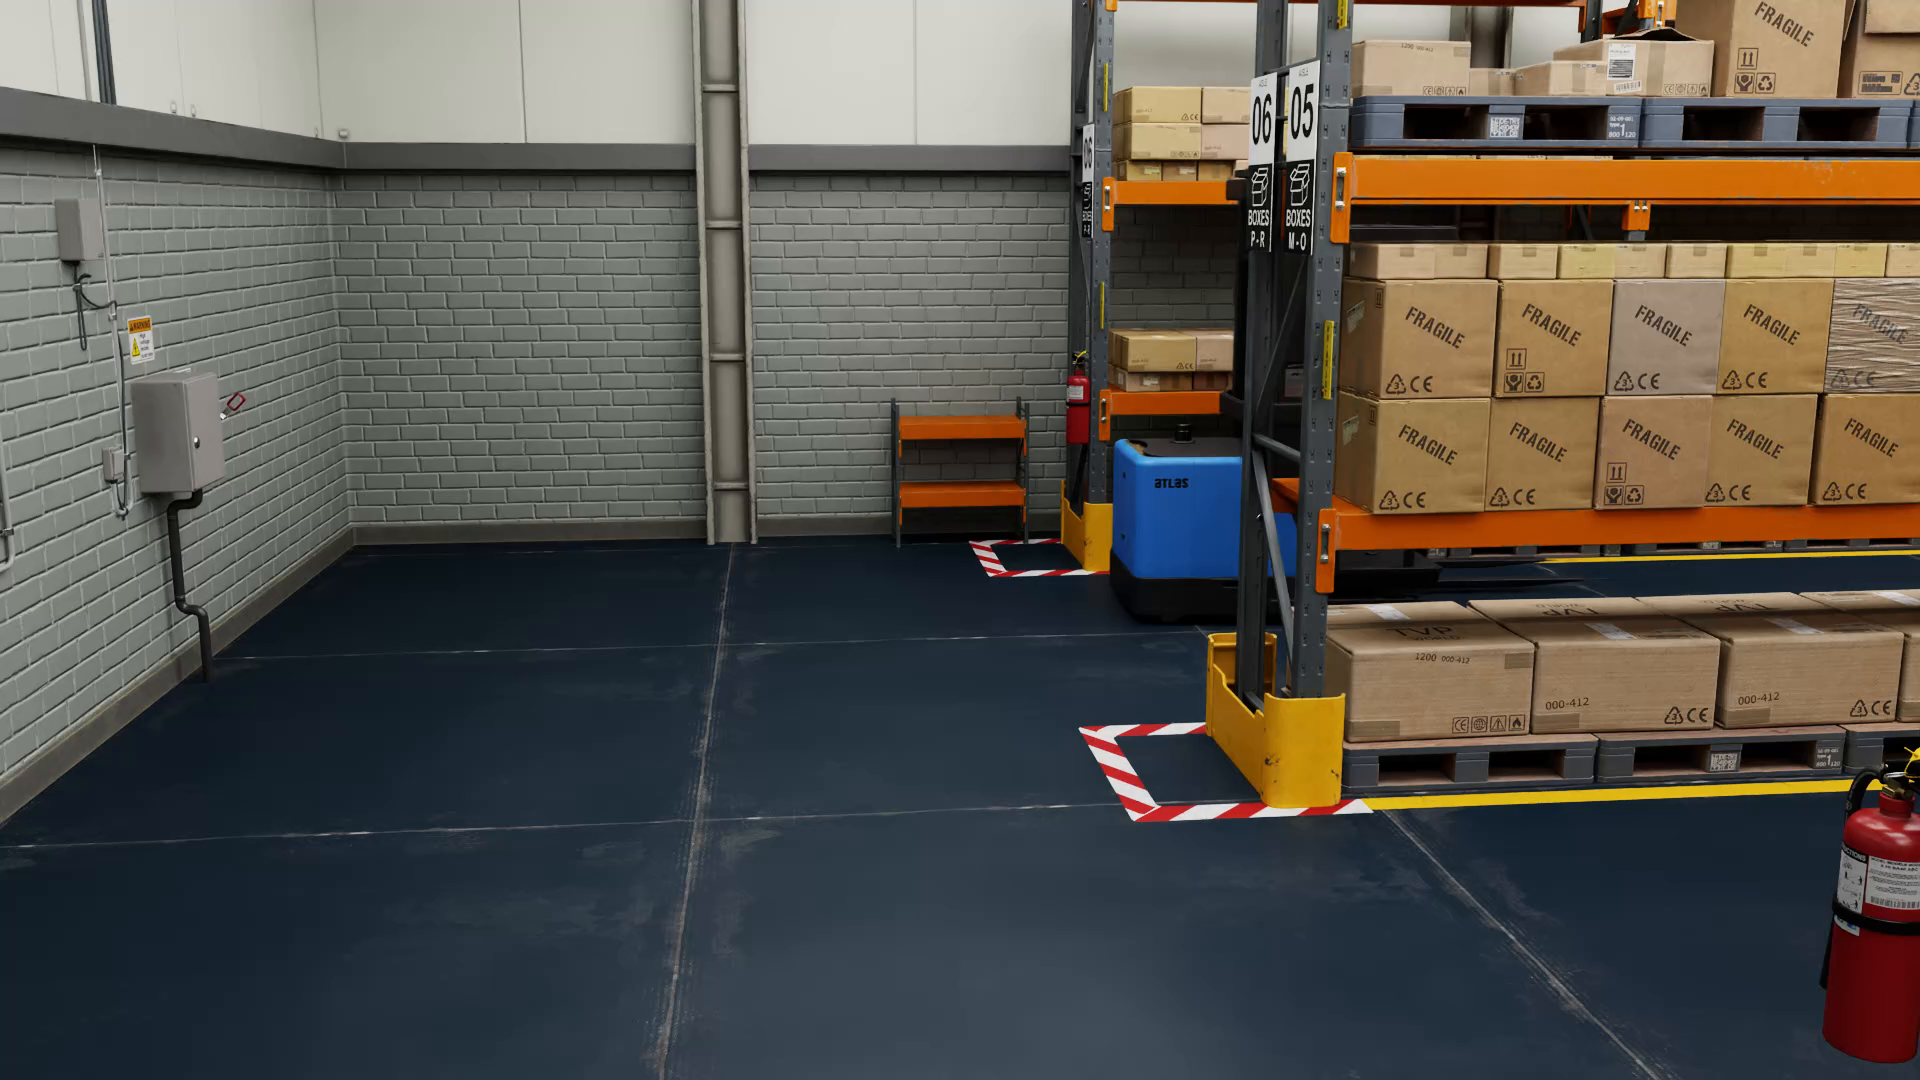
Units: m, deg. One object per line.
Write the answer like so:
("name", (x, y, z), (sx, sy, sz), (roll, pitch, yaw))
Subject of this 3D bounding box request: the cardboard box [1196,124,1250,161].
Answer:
("cardboard box", (1.927, -2.868, 12.023), (0.500, 0.250, 0.500), (-1, 11, -5))

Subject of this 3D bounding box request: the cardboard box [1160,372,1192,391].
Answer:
("cardboard box", (1.557, -1.198, 12.336), (0.250, 0.149, 0.380), (-1, 11, -5))

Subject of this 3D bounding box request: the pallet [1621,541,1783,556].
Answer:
("pallet", (5.734, -0.092, 13.288), (1.213, 0.211, 1.003), (-1, 11, -6))

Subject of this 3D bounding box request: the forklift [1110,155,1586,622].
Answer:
("forklift", (2.573, -1.007, 10.891), (3.031, 2.935, 1.130), (-1, 11, -4))

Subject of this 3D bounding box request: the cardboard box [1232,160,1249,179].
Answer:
("cardboard box", (2.069, -2.661, 12.004), (0.250, 0.149, 0.380), (-1, 11, -5))

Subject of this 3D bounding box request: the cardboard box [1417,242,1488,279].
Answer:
("cardboard box", (2.129, -1.232, 7.327), (0.250, 0.149, 0.380), (-1, 11, -5))

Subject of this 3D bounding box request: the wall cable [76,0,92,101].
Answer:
("wall cable", (-4.210, -3.316, 6.909), (0.029, 3.000, 2.355), (-1, 11, -6))

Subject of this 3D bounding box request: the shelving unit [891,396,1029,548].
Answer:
("shelving unit", (-0.006, -0.552, 13.258), (1.048, 1.125, 0.538), (-1, 11, -6))

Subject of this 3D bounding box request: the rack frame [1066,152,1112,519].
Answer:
("rack frame", (0.953, -1.353, 12.472), (0.127, 3.000, 1.000), (-1, 11, -6))

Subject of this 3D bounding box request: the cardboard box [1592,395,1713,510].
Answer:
("cardboard box", (3.009, -0.428, 7.509), (0.500, 0.500, 0.500), (-1, 11, -6))

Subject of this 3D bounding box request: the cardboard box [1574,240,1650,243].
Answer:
("cardboard box", (3.091, -1.342, 7.884), (0.250, 0.149, 0.380), (-1, 11, -5))

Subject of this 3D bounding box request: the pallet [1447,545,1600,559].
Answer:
("pallet", (4.247, -0.053, 13.093), (1.213, 0.211, 1.003), (-1, 11, -6))

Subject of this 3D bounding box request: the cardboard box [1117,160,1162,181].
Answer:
("cardboard box", (1.295, -2.663, 12.014), (0.250, 0.149, 0.380), (-1, 11, -5))

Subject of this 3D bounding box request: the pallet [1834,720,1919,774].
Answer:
("pallet", (4.705, 0.885, 8.319), (1.213, 0.211, 1.003), (-1, 11, -6))

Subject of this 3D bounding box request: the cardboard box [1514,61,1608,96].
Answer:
("cardboard box", (2.599, -1.983, 7.206), (0.250, 0.149, 0.380), (-1, 11, -4))

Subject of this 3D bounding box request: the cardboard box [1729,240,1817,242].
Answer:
("cardboard box", (3.863, -1.349, 7.921), (0.250, 0.149, 0.380), (-1, 11, -6))

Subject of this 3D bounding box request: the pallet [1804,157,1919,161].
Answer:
("pallet", (6.616, -2.838, 12.739), (1.003, 0.211, 1.213), (-1, 11, -6))

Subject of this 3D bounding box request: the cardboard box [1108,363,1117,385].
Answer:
("cardboard box", (1.254, -1.288, 12.794), (0.250, 0.149, 0.380), (-1, 11, -7))

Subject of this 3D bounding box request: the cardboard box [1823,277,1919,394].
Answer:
("cardboard box", (4.020, -0.940, 7.520), (0.500, 0.500, 0.500), (-1, 11, -5))

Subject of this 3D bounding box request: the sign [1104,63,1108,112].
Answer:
("sign", (1.012, -3.149, 11.569), (0.005, 0.325, 0.100), (-1, 11, -6))

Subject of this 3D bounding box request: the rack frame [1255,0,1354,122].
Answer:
("rack frame", (1.493, -3.344, 7.052), (0.127, 3.000, 1.000), (-1, 11, -6))

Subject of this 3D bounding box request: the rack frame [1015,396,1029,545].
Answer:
("rack frame", (0.499, -0.562, 13.313), (0.032, 1.125, 0.500), (-1, 11, -6))

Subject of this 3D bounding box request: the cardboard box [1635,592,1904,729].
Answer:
("cardboard box", (3.944, 0.578, 8.204), (0.875, 0.438, 0.875), (-2, 11, -8))

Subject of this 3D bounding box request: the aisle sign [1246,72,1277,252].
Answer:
("aisle sign", (1.388, -1.734, 7.675), (0.004, 0.787, 0.394), (-1, 11, -6))

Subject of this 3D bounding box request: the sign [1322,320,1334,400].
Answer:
("sign", (1.547, -0.758, 6.998), (0.005, 0.325, 0.100), (-1, 11, -6))

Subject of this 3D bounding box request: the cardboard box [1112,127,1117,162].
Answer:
("cardboard box", (1.366, -2.958, 12.481), (0.500, 0.250, 0.500), (-1, 11, -7))

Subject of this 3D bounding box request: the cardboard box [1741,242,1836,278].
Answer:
("cardboard box", (3.677, -1.252, 7.428), (0.250, 0.149, 0.380), (-1, 11, -6))

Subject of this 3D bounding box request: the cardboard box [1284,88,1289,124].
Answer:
("cardboard box", (2.427, -3.123, 12.025), (0.500, 0.250, 0.500), (-1, 11, -7))

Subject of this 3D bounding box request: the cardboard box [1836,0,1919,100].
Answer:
("cardboard box", (4.132, -2.228, 7.531), (0.637, 0.503, 0.797), (0, 11, -2))

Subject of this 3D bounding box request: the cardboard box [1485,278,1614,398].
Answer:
("cardboard box", (2.514, -0.908, 7.359), (0.500, 0.500, 0.500), (-2, 11, -8))

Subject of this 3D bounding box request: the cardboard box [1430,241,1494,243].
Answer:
("cardboard box", (2.325, -1.336, 7.855), (0.250, 0.149, 0.380), (-1, 11, -7))

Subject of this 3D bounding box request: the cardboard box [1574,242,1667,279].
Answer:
("cardboard box", (2.914, -1.240, 7.367), (0.250, 0.149, 0.380), (-1, 11, -6))

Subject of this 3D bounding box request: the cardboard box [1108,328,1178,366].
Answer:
("cardboard box", (1.382, -1.485, 12.766), (0.500, 0.250, 0.500), (-1, 11, -4))

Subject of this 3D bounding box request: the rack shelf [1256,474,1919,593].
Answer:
("rack shelf", (3.481, -0.089, 7.912), (4.000, 0.370, 1.077), (-1, 11, -6))

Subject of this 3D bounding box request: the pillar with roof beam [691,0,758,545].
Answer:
("pillar with roof beam", (-1.360, -3.587, 8.288), (0.400, 9.000, 9.100), (-1, 11, -6))

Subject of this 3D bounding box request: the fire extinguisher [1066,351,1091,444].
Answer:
("fire extinguisher", (0.857, -1.040, 12.049), (0.183, 0.674, 0.296), (-1, 11, -6))

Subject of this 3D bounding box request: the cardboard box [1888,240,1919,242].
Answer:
("cardboard box", (4.625, -1.363, 7.995), (0.250, 0.149, 0.380), (-1, 11, -7))

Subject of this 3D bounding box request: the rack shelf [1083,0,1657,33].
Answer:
("rack shelf", (2.941, -3.983, 12.175), (4.000, 0.370, 1.077), (-1, 11, -6))

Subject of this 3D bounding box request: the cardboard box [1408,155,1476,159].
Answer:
("cardboard box", (3.451, -2.901, 12.189), (0.500, 0.250, 0.500), (-1, 11, -5))

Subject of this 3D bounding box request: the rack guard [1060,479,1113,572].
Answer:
("rack guard", (1.029, -0.128, 12.722), (0.348, 0.500, 1.175), (-1, 11, -6))
